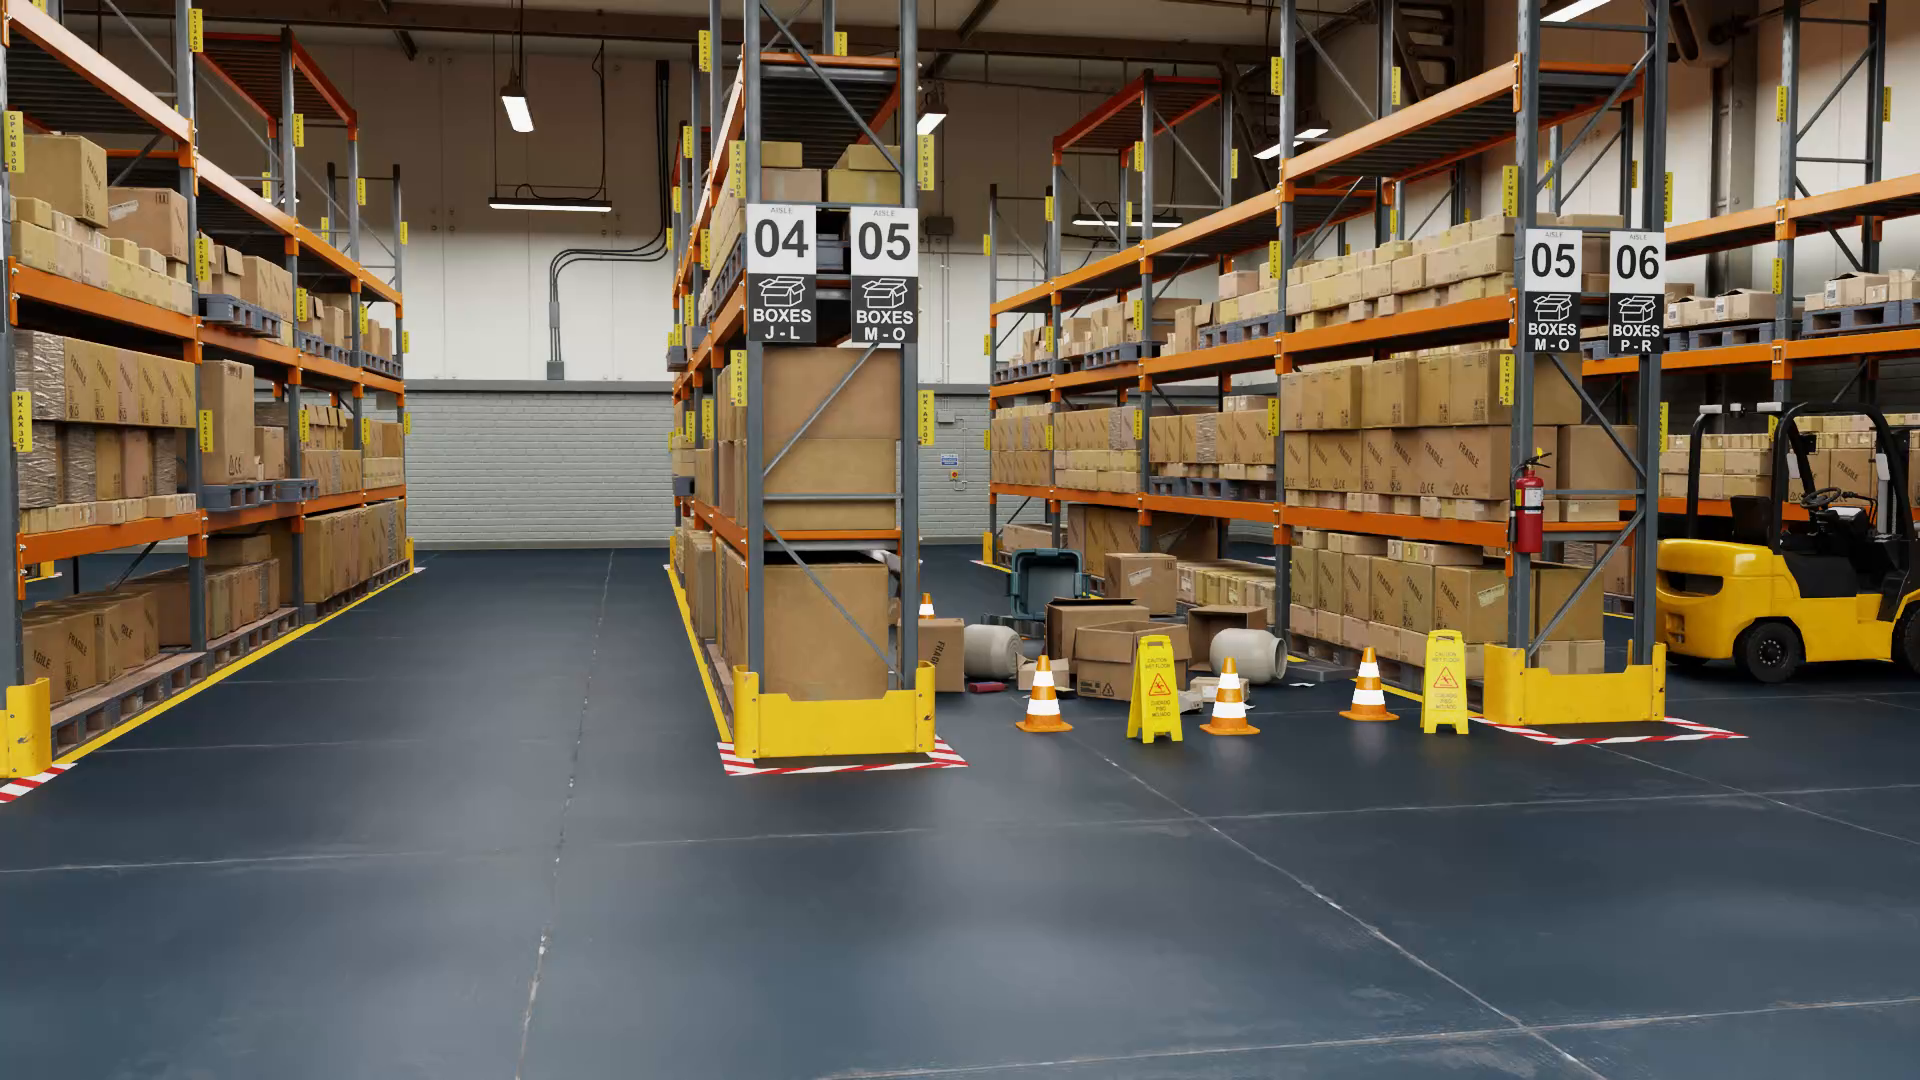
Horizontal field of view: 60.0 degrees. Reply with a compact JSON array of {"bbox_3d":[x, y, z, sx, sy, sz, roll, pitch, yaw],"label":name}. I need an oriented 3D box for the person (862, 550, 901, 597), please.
[{"bbox_3d":[-0.724,0.386,17.187,0.538,0.966,1.023,-1,3,-14],"label":"person"}]
